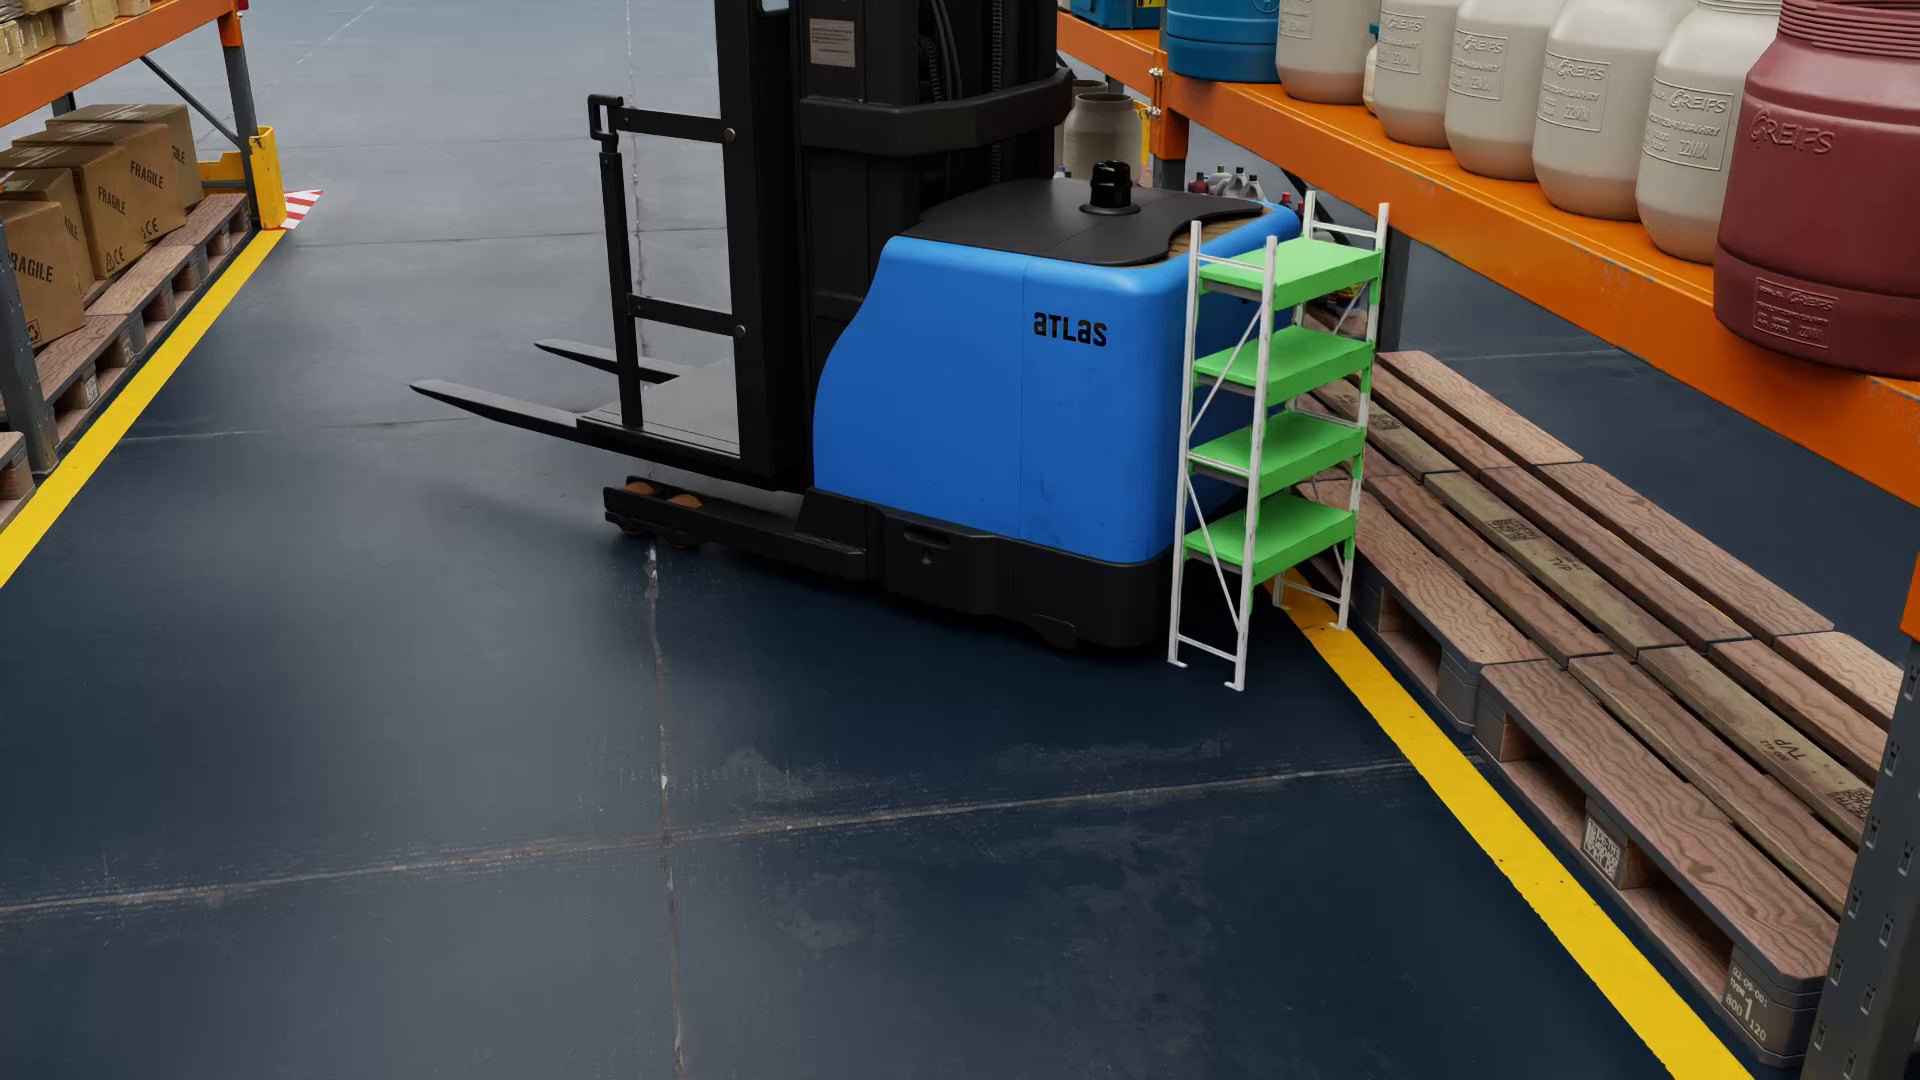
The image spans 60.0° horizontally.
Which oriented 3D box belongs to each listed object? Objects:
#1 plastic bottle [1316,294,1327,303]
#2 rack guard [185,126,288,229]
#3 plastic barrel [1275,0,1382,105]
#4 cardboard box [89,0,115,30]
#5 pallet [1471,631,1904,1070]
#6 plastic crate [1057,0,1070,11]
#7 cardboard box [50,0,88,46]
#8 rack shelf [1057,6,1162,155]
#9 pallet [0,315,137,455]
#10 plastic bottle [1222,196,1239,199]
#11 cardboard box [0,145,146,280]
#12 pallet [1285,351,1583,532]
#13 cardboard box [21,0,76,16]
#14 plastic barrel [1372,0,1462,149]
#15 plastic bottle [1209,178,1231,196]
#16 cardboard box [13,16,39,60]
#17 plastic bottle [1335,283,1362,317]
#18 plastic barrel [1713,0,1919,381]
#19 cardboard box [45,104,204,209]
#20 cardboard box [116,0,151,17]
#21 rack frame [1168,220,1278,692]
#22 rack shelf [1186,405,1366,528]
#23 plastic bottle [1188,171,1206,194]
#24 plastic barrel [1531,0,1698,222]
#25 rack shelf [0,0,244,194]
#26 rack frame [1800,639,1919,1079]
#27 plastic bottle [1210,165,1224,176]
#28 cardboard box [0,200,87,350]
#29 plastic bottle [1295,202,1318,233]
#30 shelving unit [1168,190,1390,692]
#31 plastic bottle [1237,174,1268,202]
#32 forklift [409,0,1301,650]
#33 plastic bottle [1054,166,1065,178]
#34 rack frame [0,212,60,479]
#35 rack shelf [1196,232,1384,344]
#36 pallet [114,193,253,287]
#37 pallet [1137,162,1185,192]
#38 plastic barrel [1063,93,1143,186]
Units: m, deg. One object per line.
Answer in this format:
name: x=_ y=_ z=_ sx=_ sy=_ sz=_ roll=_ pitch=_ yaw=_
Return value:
plastic bottle: x=1.552 y=-1.101 z=6.971 sx=0.097 sy=0.201 sz=0.097 roll=0 pitch=24 yaw=0
rack guard: x=-4.376 y=-1.976 z=9.149 sx=1.175 sy=0.500 sz=0.348 roll=-4 pitch=24 yaw=-10
plastic barrel: x=1.179 y=-1.614 z=5.028 sx=0.433 sy=0.535 sz=0.433 roll=0 pitch=24 yaw=0
cardboard box: x=-3.685 y=-2.159 z=6.759 sx=0.380 sy=0.149 sz=0.250 roll=-4 pitch=24 yaw=-10
pallet: x=1.852 y=0.599 z=3.614 sx=1.003 sy=0.211 sz=1.213 roll=-4 pitch=24 yaw=-10
plastic crate: x=0.668 y=-2.444 z=7.427 sx=0.530 sy=0.136 sz=0.437 roll=-4 pitch=24 yaw=-10
cardboard box: x=-3.562 y=-1.964 z=6.313 sx=0.380 sy=0.149 sz=0.250 roll=-4 pitch=24 yaw=-10
rack shelf: x=0.848 y=-2.401 z=7.899 sx=1.077 sy=0.370 sz=4.000 roll=-4 pitch=24 yaw=-10
pallet: x=-3.809 y=-0.562 z=6.272 sx=1.003 sy=0.211 sz=1.213 roll=-4 pitch=24 yaw=-10
plastic bottle: x=1.222 y=-1.467 z=7.714 sx=0.152 sy=0.276 sz=0.135 roll=-4 pitch=24 yaw=-10
cardboard box: x=-4.049 y=-1.471 z=7.469 sx=0.500 sy=0.500 sz=0.500 roll=-2 pitch=24 yaw=-5
pallet: x=1.401 y=-0.361 z=5.812 sx=1.003 sy=0.211 sz=1.213 roll=-4 pitch=24 yaw=-10
cardboard box: x=-3.730 y=-2.141 z=5.907 sx=0.875 sy=0.500 sz=0.500 roll=-4 pitch=24 yaw=-10
plastic barrel: x=1.315 y=-1.326 z=4.368 sx=0.433 sy=0.535 sz=0.433 roll=0 pitch=24 yaw=0
plastic bottle: x=1.294 y=-1.626 z=8.077 sx=0.152 sy=0.276 sz=0.135 roll=-5 pitch=24 yaw=-11
cardboard box: x=-3.501 y=-1.765 z=5.858 sx=0.380 sy=0.149 sz=0.250 roll=-4 pitch=24 yaw=-10
plastic bottle: x=1.589 y=-1.054 z=6.774 sx=0.097 sy=0.271 sz=0.097 roll=0 pitch=24 yaw=0
plastic barrel: x=1.574 y=-0.594 z=2.691 sx=0.600 sy=0.536 sz=0.708 roll=-4 pitch=24 yaw=-10
cardboard box: x=-4.291 y=-1.951 z=8.568 sx=0.500 sy=0.500 sz=0.500 roll=0 pitch=24 yaw=0
cardboard box: x=-3.754 y=-2.357 z=7.213 sx=0.380 sy=0.149 sz=0.250 roll=-4 pitch=24 yaw=-10
rack frame: x=0.650 y=-0.188 z=4.181 sx=0.240 sy=1.200 sz=0.015 roll=21 pitch=32 yaw=40
rack shelf: x=0.822 y=-0.200 z=4.366 sx=0.258 sy=0.148 sz=0.480 roll=21 pitch=32 yaw=40
plastic bottle: x=1.163 y=-1.675 z=8.182 sx=0.061 sy=0.283 sz=0.133 roll=-4 pitch=24 yaw=-10
plastic barrel: x=1.479 y=-0.977 z=3.599 sx=0.421 sy=0.512 sz=0.421 roll=0 pitch=24 yaw=0
rack shelf: x=-4.020 y=-2.035 z=7.060 sx=1.077 sy=0.370 sz=4.000 roll=-4 pitch=24 yaw=-10
rack frame: x=1.954 y=-0.371 z=2.351 sx=0.949 sy=2.616 sz=0.053 roll=-4 pitch=24 yaw=-10
plastic bottle: x=1.288 y=-1.740 z=8.330 sx=0.061 sy=0.283 sz=0.133 roll=-4 pitch=24 yaw=-8
cardboard box: x=-3.798 y=-1.010 z=6.413 sx=0.500 sy=0.500 sz=0.500 roll=3 pitch=24 yaw=7
plastic bottle: x=1.476 y=-1.280 z=7.194 sx=0.144 sy=0.351 sz=0.185 roll=-4 pitch=24 yaw=-8
shelving unit: x=0.822 y=-0.258 z=4.340 sx=0.258 sy=1.200 sz=0.503 roll=21 pitch=32 yaw=40
plastic bottle: x=1.363 y=-1.522 z=7.747 sx=0.144 sy=0.351 sz=0.185 roll=-4 pitch=24 yaw=-10
forklift: x=-0.526 y=-1.479 z=4.974 sx=3.031 sy=2.935 sz=1.130 roll=14 pitch=27 yaw=30
plastic bottle: x=0.507 y=-1.733 z=8.329 sx=0.097 sy=0.271 sz=0.097 roll=0 pitch=24 yaw=0
rack frame: x=-3.650 y=-1.578 z=5.115 sx=1.000 sy=3.000 sz=0.127 roll=-4 pitch=24 yaw=-10
rack shelf: x=0.821 y=-0.639 z=4.173 sx=0.258 sy=0.148 sz=0.480 roll=21 pitch=32 yaw=40
pallet: x=-4.260 y=-1.521 z=8.469 sx=1.003 sy=0.211 sz=1.213 roll=-4 pitch=24 yaw=-10
pallet: x=0.683 y=-1.894 z=9.322 sx=1.003 sy=0.211 sz=1.213 roll=-4 pitch=24 yaw=-10
plastic barrel: x=0.767 y=-2.120 z=8.939 sx=0.421 sy=0.512 sz=0.421 roll=0 pitch=24 yaw=0
